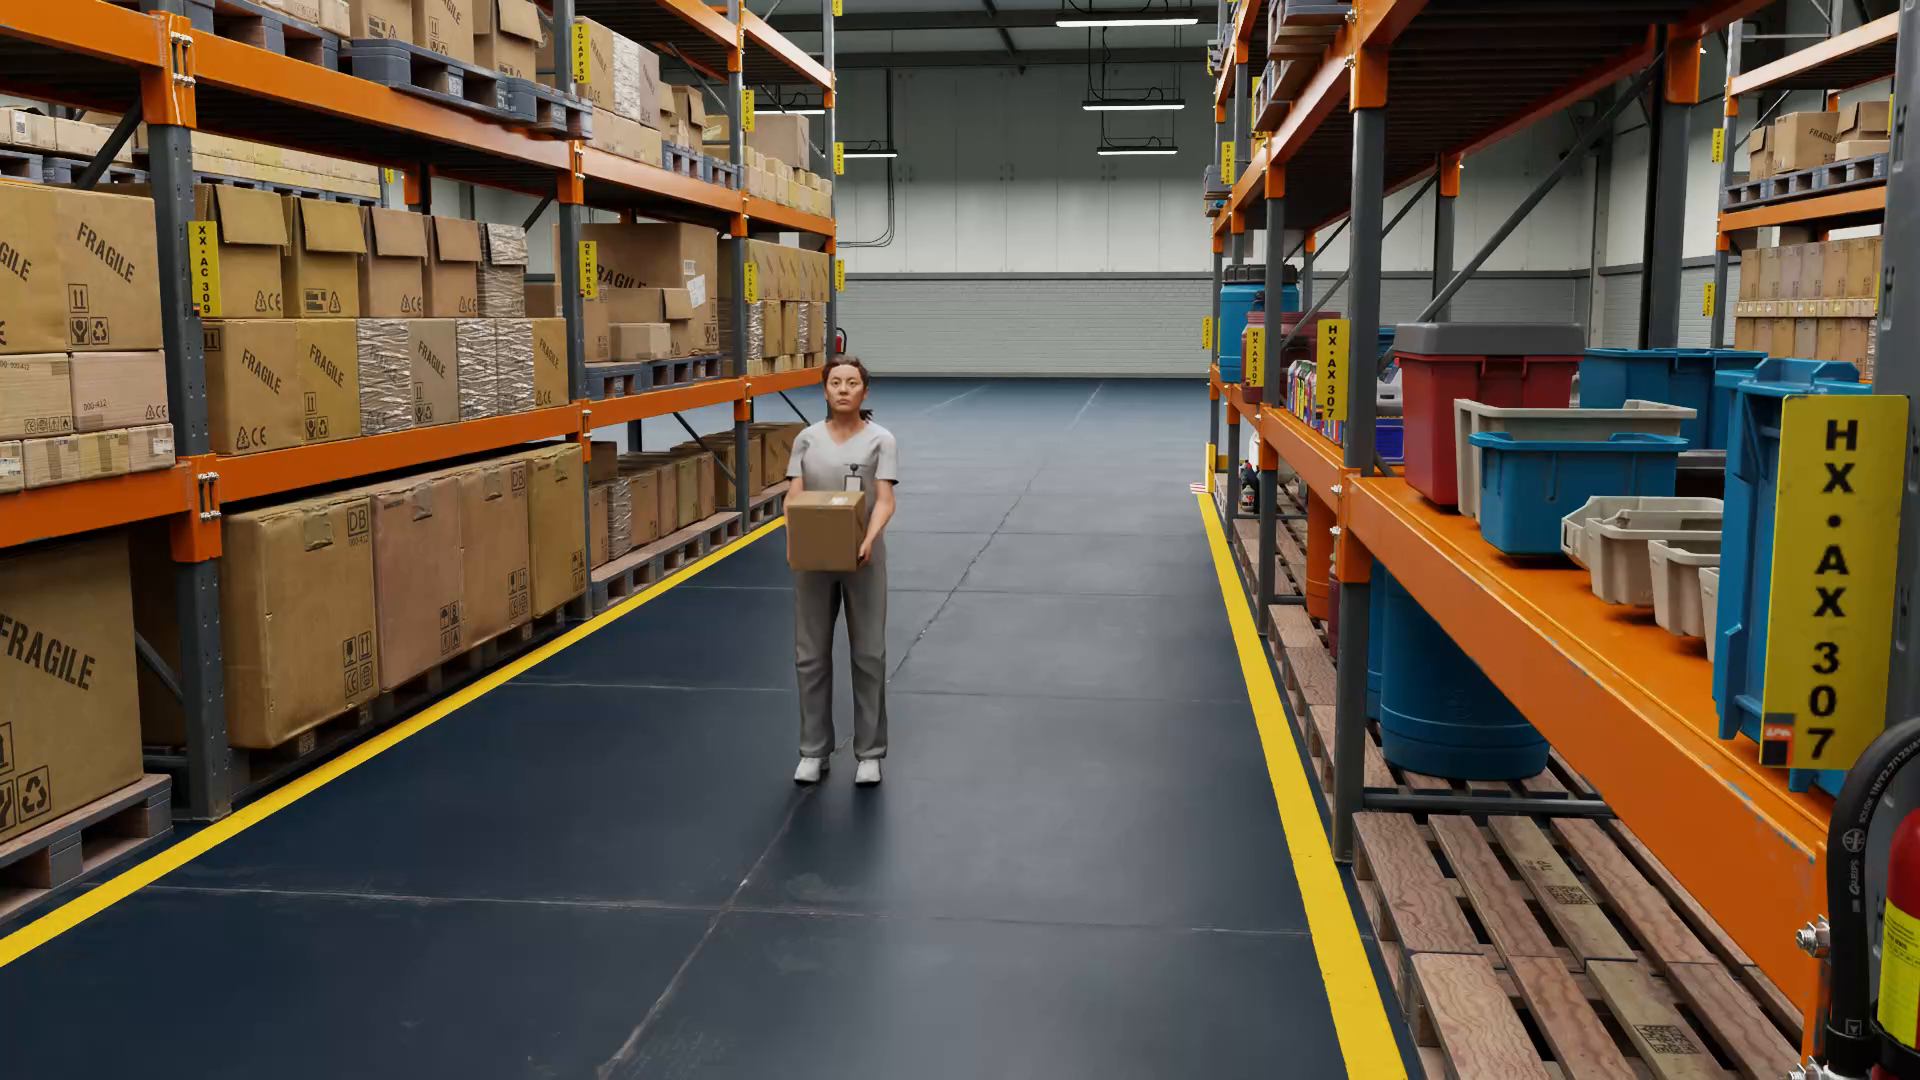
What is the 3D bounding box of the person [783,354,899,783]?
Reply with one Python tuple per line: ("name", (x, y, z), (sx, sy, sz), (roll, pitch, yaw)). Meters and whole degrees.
("person", (-0.467, 0.118, 6.454), (0.447, 1.666, 0.548), (1, 8, 6))
